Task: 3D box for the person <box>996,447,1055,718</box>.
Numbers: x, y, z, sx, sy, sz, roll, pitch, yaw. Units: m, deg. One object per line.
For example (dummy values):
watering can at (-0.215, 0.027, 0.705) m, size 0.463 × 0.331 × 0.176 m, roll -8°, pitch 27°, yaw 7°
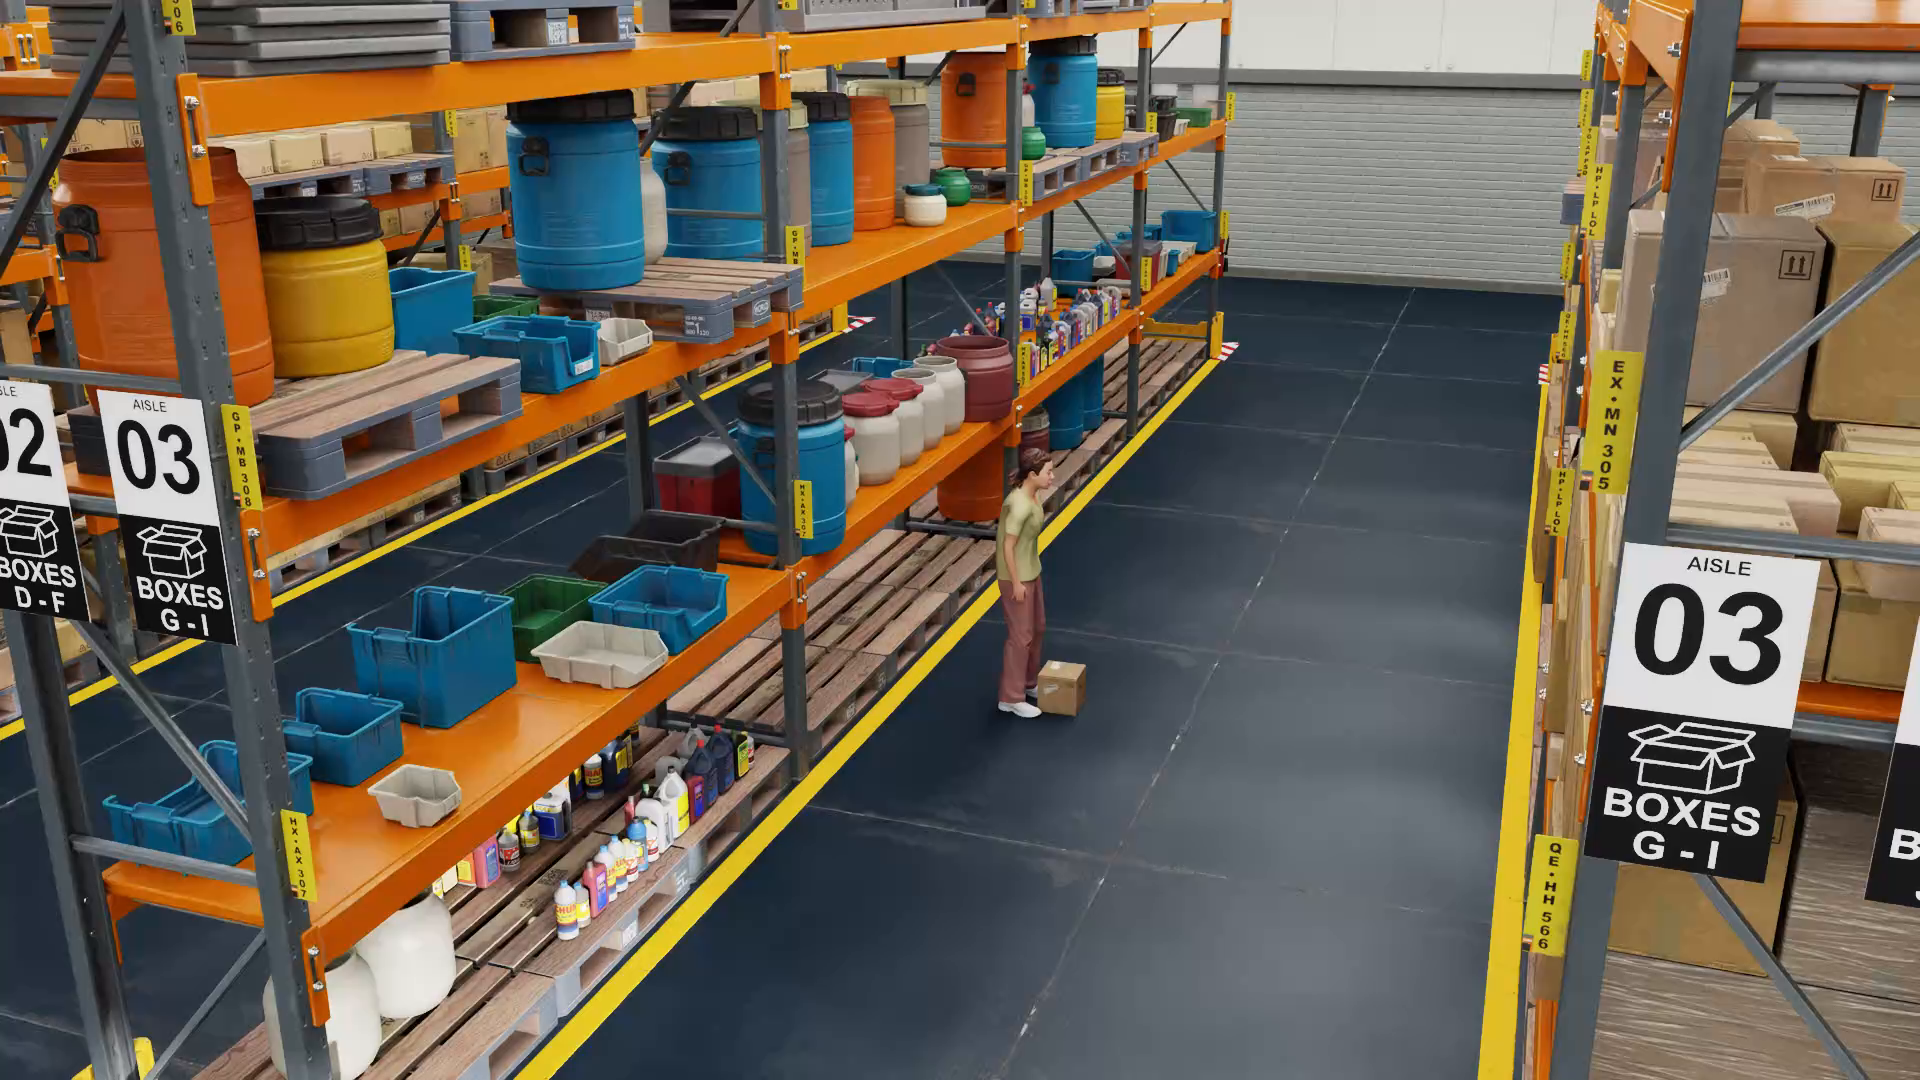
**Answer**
person at (0.409, 0.237, 10.366) m, size 0.362 × 1.672 × 0.521 m, roll 5°, pitch 19°, yaw 15°
